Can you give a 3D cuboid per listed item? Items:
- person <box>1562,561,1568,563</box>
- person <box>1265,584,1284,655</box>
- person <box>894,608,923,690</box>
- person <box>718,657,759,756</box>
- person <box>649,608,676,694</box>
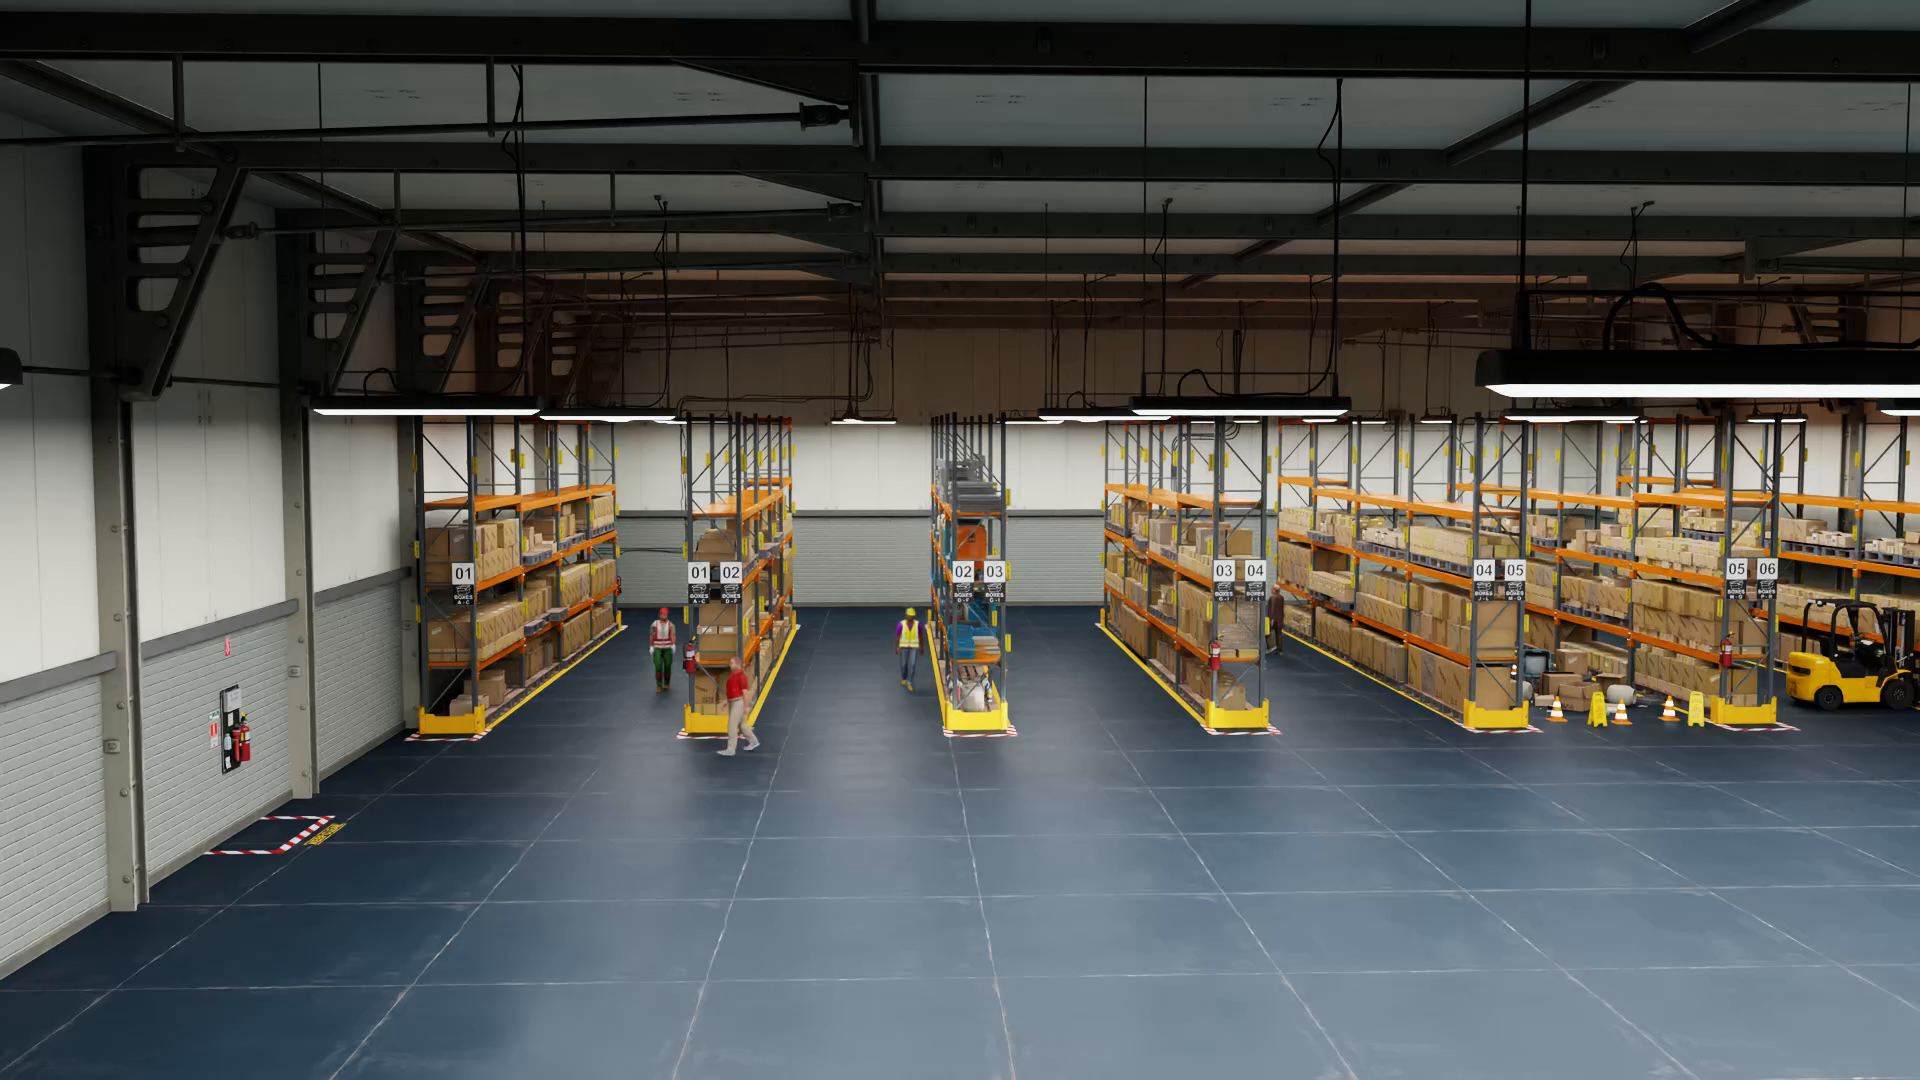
[{"bbox_3d":[17.918,1.468,49.294,0.572,1.757,0.564,0,4,-3],"label":"person"},{"bbox_3d":[7.914,2.007,41.588,0.580,1.787,0.579,-2,4,-21],"label":"person"},{"bbox_3d":[-1.113,2.386,36.451,0.647,1.788,0.713,0,4,-6],"label":"person"},{"bbox_3d":[-3.882,2.891,29.103,0.839,1.708,0.525,-2,4,-22],"label":"person"},{"bbox_3d":[-6.422,2.387,36.031,0.563,1.805,0.670,-1,4,-16],"label":"person"}]
